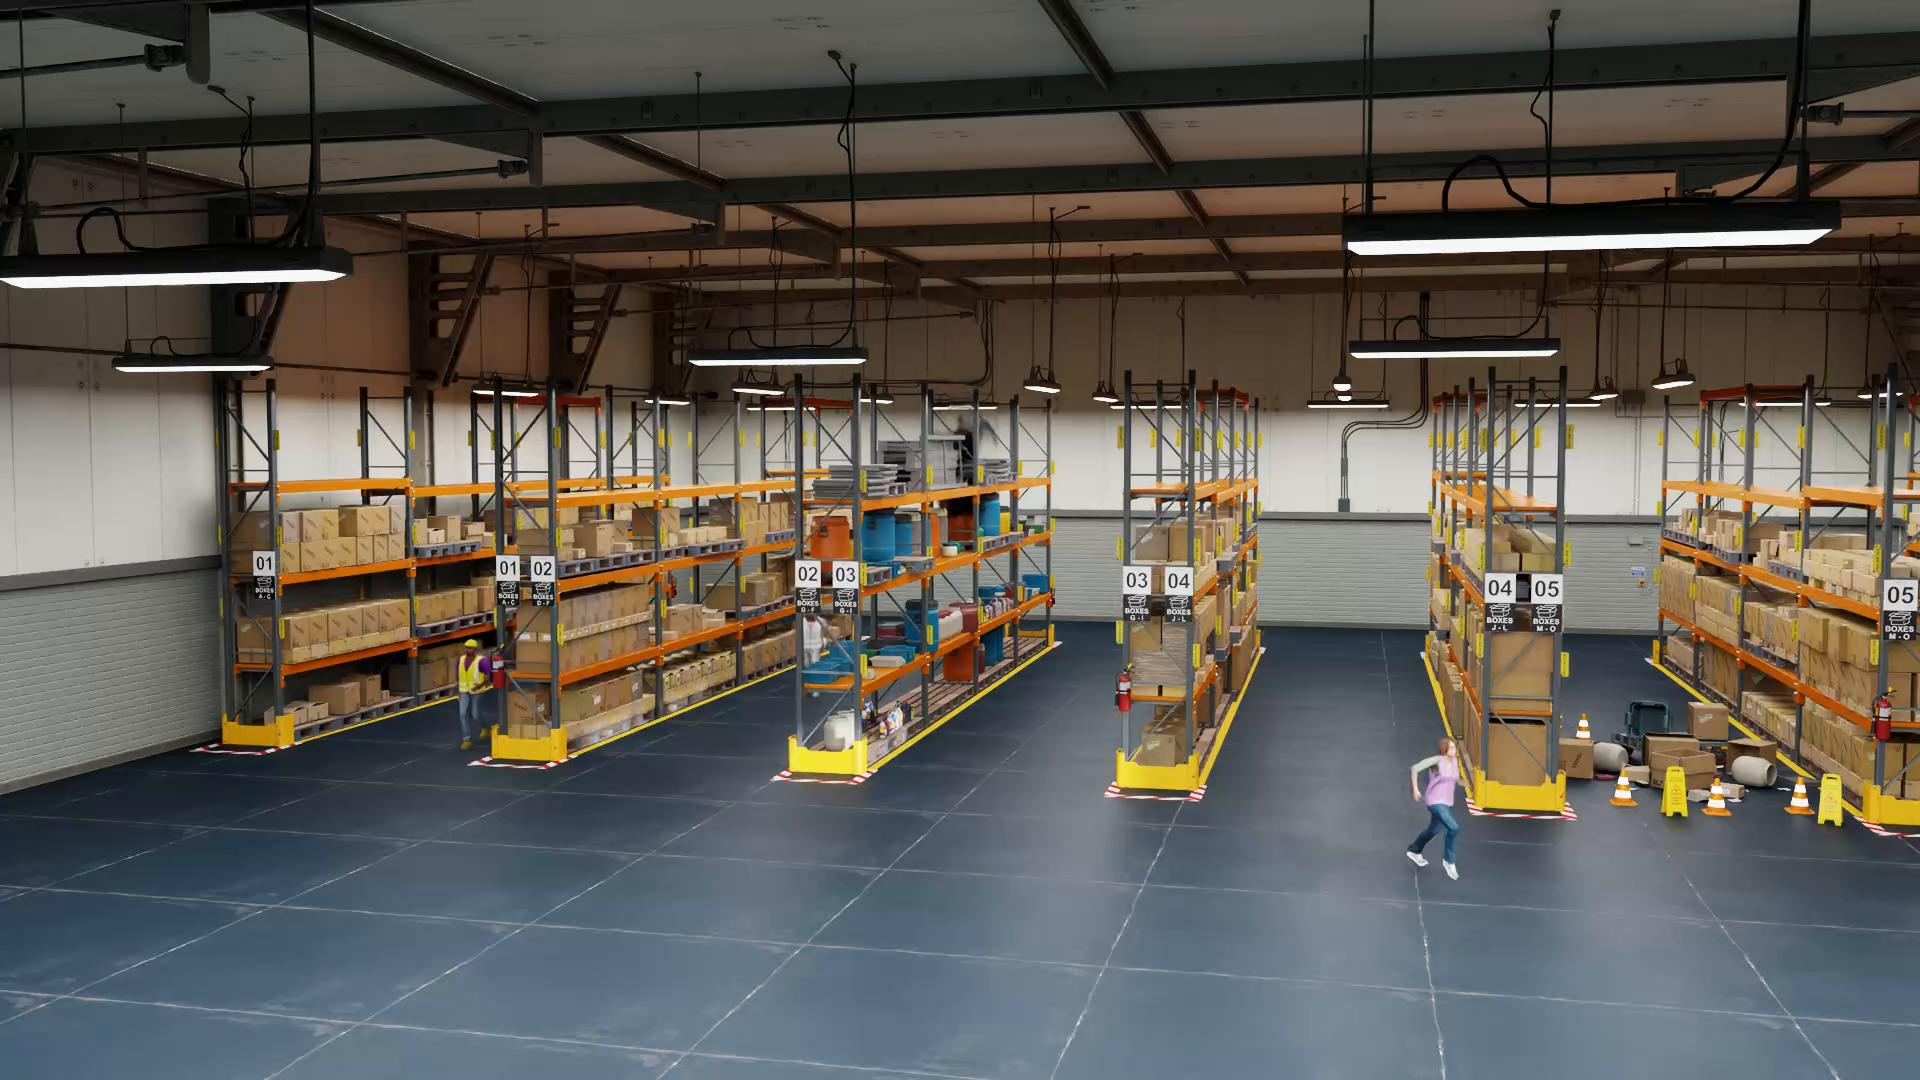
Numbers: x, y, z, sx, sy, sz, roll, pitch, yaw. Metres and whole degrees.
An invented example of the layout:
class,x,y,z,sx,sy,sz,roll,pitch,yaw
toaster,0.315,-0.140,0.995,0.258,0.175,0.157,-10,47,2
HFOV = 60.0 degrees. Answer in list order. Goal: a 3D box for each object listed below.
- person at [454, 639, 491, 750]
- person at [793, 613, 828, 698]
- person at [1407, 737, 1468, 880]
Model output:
class,x,y,z,sx,sy,sz,roll,pitch,yaw
person,-7.978,2.497,27.249,0.701,1.774,0.870,0,3,7
person,-2.944,2.163,32.637,0.657,1.838,0.790,0,3,3
person,5.491,3.059,19.147,0.555,1.615,0.789,-2,4,-36
